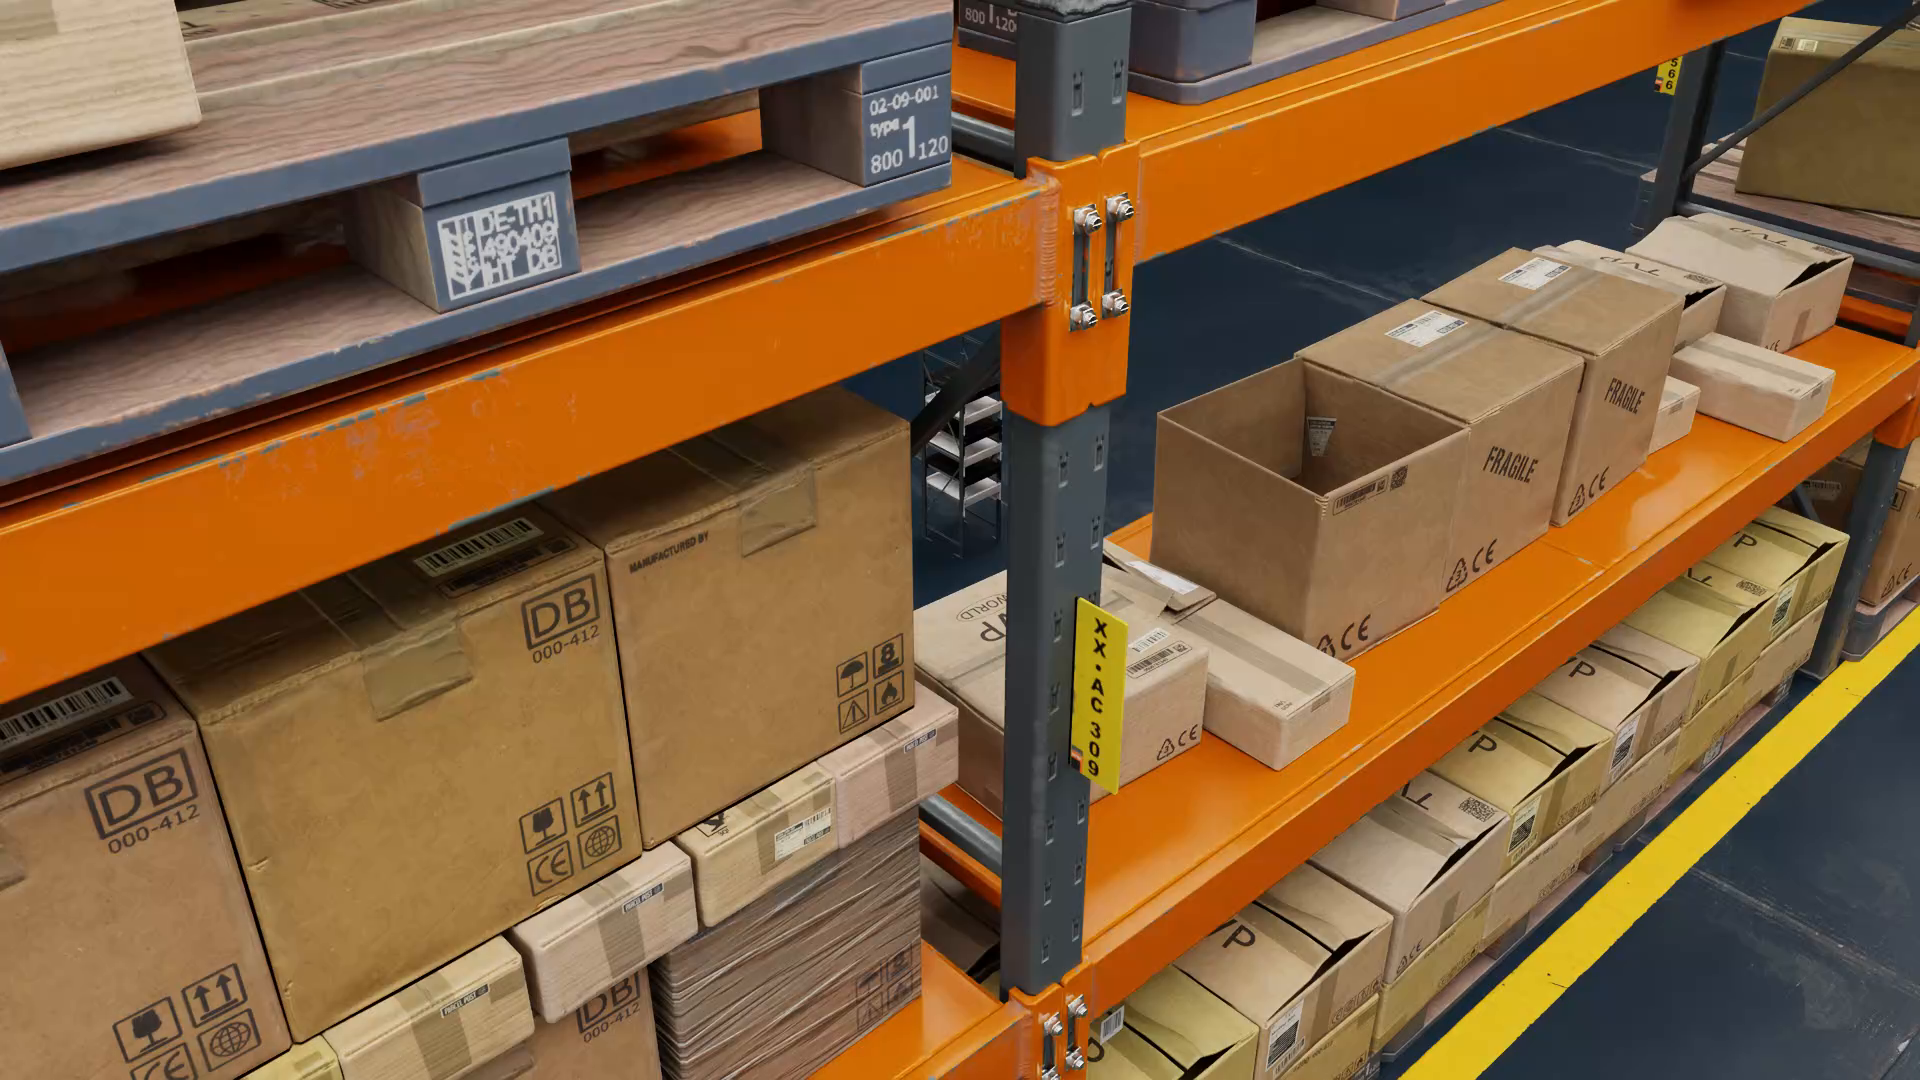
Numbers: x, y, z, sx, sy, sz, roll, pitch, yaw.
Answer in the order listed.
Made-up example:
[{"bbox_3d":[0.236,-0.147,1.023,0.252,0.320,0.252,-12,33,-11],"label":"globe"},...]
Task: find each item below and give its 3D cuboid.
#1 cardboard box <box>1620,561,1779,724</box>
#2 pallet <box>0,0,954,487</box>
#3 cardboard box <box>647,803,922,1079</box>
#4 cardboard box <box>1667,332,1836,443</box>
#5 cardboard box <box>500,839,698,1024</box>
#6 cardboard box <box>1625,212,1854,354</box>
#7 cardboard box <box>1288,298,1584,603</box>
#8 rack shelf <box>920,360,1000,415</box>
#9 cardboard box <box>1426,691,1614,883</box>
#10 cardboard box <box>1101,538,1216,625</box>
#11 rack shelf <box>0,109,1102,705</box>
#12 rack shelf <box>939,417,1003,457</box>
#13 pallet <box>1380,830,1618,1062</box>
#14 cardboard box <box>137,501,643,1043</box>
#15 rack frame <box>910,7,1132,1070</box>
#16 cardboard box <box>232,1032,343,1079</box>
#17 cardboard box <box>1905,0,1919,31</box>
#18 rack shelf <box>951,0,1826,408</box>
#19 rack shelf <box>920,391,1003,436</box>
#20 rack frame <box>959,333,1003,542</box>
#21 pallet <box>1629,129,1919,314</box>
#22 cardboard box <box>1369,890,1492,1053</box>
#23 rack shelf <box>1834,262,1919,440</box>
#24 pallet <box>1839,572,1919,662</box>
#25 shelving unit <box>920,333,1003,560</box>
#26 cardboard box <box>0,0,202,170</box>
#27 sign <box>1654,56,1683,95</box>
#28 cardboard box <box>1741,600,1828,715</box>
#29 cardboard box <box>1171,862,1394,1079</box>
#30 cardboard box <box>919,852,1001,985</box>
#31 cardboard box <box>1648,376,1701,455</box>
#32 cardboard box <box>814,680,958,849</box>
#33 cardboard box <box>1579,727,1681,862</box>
[{"bbox_3d":[2.175,0.239,5.180,0.500,0.311,0.500,-27,40,-36],"label":"cardboard box"},{"bbox_3d":[-0.773,-0.494,1.891,1.213,0.211,1.003,-26,40,-35],"label":"pallet"},{"bbox_3d":[-0.486,0.553,2.874,0.500,0.500,0.700,-27,41,-37],"label":"cardboard box"},{"bbox_3d":[2.297,-0.451,4.853,0.250,0.149,0.380,-26,40,-35],"label":"cardboard box"},{"bbox_3d":[-0.592,0.476,2.379,0.250,0.149,0.380,-27,41,-37],"label":"cardboard box"},{"bbox_3d":[2.472,-0.833,5.322,0.500,0.311,0.500,-23,38,-33],"label":"cardboard box"},{"bbox_3d":[1.163,-0.237,4.167,0.500,0.500,0.500,-26,40,-35],"label":"cardboard box"},{"bbox_3d":[0.006,-0.589,6.396,0.200,0.077,0.258,-26,40,-35],"label":"rack shelf"},{"bbox_3d":[1.434,0.593,4.600,0.500,0.311,0.500,-25,39,-34],"label":"cardboard box"},{"bbox_3d":[0.355,0.111,3.822,0.258,0.266,0.396,-27,40,-37],"label":"cardboard box"},{"bbox_3d":[-1.632,0.173,1.407,4.000,0.370,1.077,-26,40,-35],"label":"rack shelf"},{"bbox_3d":[0.006,-0.435,6.490,0.200,0.077,0.258,-26,40,-35],"label":"rack shelf"},{"bbox_3d":[1.244,0.914,5.052,1.213,0.211,1.003,-26,40,-35],"label":"pallet"},{"bbox_3d":[-0.856,0.179,2.242,0.500,0.500,0.700,-26,40,-36],"label":"cardboard box"},{"bbox_3d":[-0.165,0.436,3.162,0.127,3.000,1.000,-26,40,-35],"label":"rack frame"},{"bbox_3d":[-0.966,0.655,2.086,0.250,0.149,0.380,-26,40,-36],"label":"cardboard box"},{"bbox_3d":[3.954,-1.723,6.193,0.500,0.500,0.700,-18,36,-27],"label":"cardboard box"},{"bbox_3d":[1.302,-1.246,3.727,4.000,0.370,1.077,-26,40,-35],"label":"rack shelf"},{"bbox_3d":[0.006,-0.512,6.443,0.200,0.077,0.258,-26,40,-35],"label":"rack shelf"},{"bbox_3d":[0.081,-0.423,6.579,0.006,0.900,0.240,-26,40,-35],"label":"rack frame"},{"bbox_3d":[3.217,-1.168,5.969,1.003,0.211,1.213,-26,40,-35],"label":"pallet"},{"bbox_3d":[1.053,1.016,4.446,0.500,0.250,0.500,-27,41,-37],"label":"cardboard box"},{"bbox_3d":[4.235,-1.385,6.830,4.000,0.370,1.077,-26,40,-35],"label":"rack shelf"},{"bbox_3d":[3.341,-0.044,6.619,1.213,0.211,1.003,-26,40,-35],"label":"pallet"},{"bbox_3d":[0.006,-0.387,6.520,0.210,0.900,0.258,-26,40,-35],"label":"shelving unit"},{"bbox_3d":[-0.864,-0.443,1.428,0.250,0.149,0.380,-26,40,-35],"label":"cardboard box"},{"bbox_3d":[2.392,-1.647,5.535,0.005,0.325,0.100,-26,40,-35],"label":"sign"},{"bbox_3d":[2.548,0.291,5.632,0.500,0.250,0.500,-25,39,-34],"label":"cardboard box"},{"bbox_3d":[0.678,0.964,3.994,0.500,0.311,0.500,-26,40,-36],"label":"cardboard box"},{"bbox_3d":[-0.063,0.937,4.038,0.500,0.311,0.500,-26,40,-35],"label":"cardboard box"},{"bbox_3d":[1.871,-0.402,4.773,0.250,0.149,0.380,-23,38,-32],"label":"cardboard box"},{"bbox_3d":[-0.219,0.295,2.675,0.250,0.149,0.380,-26,40,-35],"label":"cardboard box"},{"bbox_3d":[1.802,0.652,5.041,0.500,0.250,0.500,-25,39,-34],"label":"cardboard box"}]
